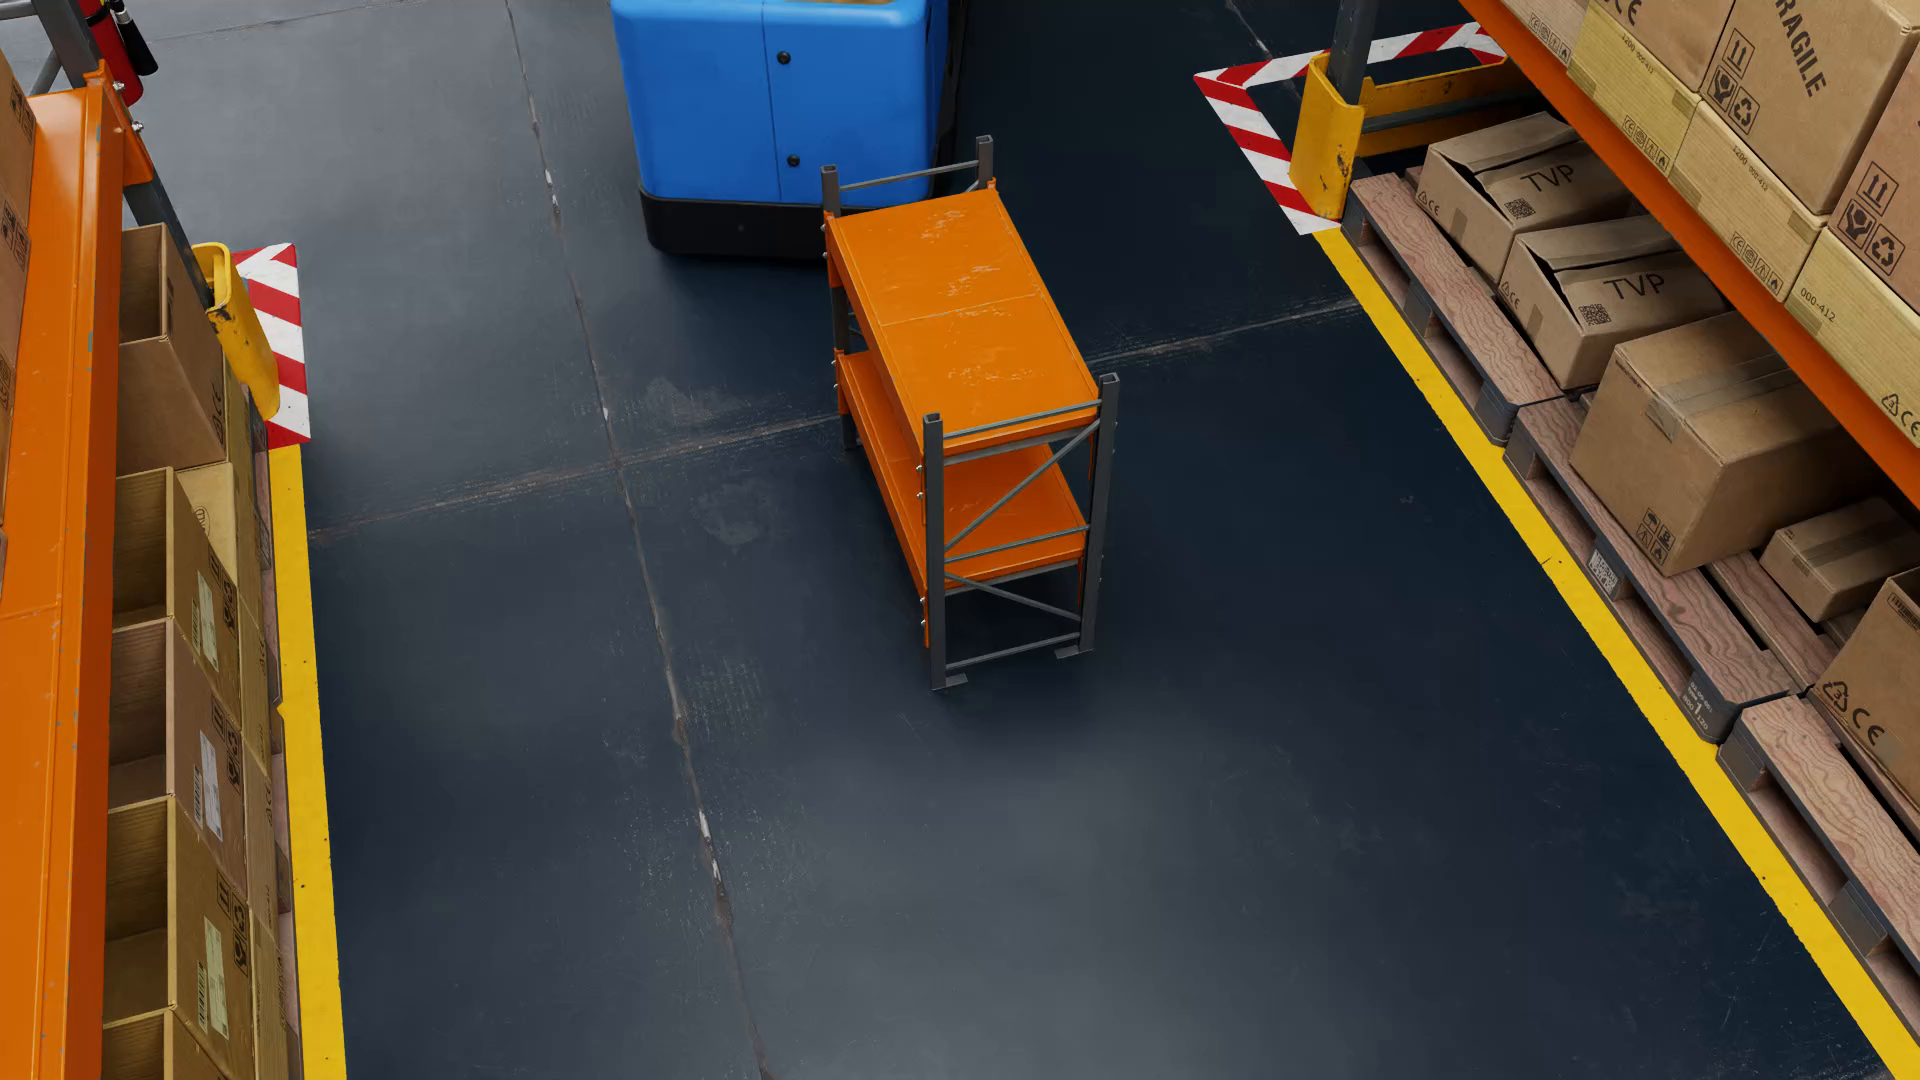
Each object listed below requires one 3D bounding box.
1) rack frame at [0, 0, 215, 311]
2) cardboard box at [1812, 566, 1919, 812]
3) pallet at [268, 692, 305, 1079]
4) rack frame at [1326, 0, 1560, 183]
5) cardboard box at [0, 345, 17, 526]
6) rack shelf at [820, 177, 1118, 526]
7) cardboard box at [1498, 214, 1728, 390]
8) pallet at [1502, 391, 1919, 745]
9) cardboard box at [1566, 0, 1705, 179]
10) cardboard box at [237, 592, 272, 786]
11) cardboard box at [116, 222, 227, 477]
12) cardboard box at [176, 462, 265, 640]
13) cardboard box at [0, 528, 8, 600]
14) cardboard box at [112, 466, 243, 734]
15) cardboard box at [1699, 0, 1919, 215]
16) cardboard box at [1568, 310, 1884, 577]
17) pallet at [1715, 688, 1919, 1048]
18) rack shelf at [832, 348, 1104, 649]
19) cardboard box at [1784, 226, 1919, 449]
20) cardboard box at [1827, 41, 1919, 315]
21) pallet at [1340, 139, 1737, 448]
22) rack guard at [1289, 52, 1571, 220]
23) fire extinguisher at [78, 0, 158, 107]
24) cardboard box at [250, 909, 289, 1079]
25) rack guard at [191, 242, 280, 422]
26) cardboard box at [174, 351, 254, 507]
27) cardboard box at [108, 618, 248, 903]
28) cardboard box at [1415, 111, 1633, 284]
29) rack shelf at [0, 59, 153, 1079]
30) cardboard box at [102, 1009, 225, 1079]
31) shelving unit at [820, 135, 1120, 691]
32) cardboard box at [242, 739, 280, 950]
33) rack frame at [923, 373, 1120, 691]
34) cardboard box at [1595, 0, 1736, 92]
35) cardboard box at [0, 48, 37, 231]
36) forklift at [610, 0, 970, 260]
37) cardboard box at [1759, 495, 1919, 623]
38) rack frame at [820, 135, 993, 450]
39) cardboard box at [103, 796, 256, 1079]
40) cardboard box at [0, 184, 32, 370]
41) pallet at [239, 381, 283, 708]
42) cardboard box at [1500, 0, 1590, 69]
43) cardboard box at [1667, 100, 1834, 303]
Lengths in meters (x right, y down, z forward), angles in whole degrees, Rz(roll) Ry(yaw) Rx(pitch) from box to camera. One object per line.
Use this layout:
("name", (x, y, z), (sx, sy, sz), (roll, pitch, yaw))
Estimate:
("rack frame", (-2.888, -1.351, 4.427), (1.000, 3.000, 0.127), (-13, 51, -11))
("cardboard box", (2.681, 0.363, 4.330), (0.500, 0.500, 0.500), (-17, 52, -14))
("pallet", (-2.264, 0.986, 4.280), (1.003, 0.211, 1.213), (-13, 51, -11))
("rack frame", (1.843, -2.474, 5.374), (1.000, 3.000, 0.127), (-13, 51, -11))
("cardboard box", (-2.461, -0.293, 3.470), (0.700, 0.500, 0.500), (-13, 51, -11))
("rack shelf", (0.002, -0.546, 4.592), (0.538, 0.278, 1.000), (-13, 51, -11))
("cardboard box", (2.131, -0.807, 5.439), (0.500, 0.311, 0.500), (-10, 51, -8))
("pallet", (2.429, -0.029, 5.136), (1.003, 0.211, 1.213), (-13, 51, -11))
("cardboard box", (1.997, -1.254, 4.431), (0.500, 0.250, 0.500), (-14, 51, -12))
("cardboard box", (-2.138, 0.452, 4.431), (0.500, 0.250, 0.500), (-13, 51, -11))
("cardboard box", (-2.445, -0.517, 4.758), (0.500, 0.500, 0.500), (-13, 51, -11))
("cardboard box", (-2.287, 0.087, 4.738), (0.500, 0.250, 0.500), (-13, 51, -11))
("cardboard box", (-2.301, 0.091, 3.146), (0.700, 0.500, 0.500), (-12, 51, -10))
("cardboard box", (-2.135, 0.210, 4.145), (0.500, 0.500, 0.500), (-13, 51, -11))
("cardboard box", (2.145, -1.141, 3.844), (0.500, 0.500, 0.500), (-12, 51, -10))
("cardboard box", (2.300, -0.321, 4.906), (0.700, 0.500, 0.500), (-16, 52, -13))
("pallet", (2.794, 0.864, 4.384), (1.003, 0.211, 1.213), (-13, 51, -11))
("rack shelf", (0.002, -0.200, 5.003), (0.538, 0.278, 1.000), (-13, 51, -11))
("cardboard box", (2.294, -0.517, 3.809), (0.500, 0.250, 0.500), (-14, 51, -11))
("cardboard box", (2.299, -0.761, 3.524), (0.500, 0.500, 0.500), (-15, 51, -12))
("pallet", (2.072, -0.918, 5.886), (1.003, 0.211, 1.213), (-13, 51, -11))
("rack guard", (1.866, -1.613, 6.283), (1.175, 0.500, 0.348), (-13, 51, -11))
("fire extinguisher", (-2.479, -1.517, 4.618), (0.296, 0.674, 0.183), (-13, 51, -11))
("cardboard box", (-1.838, 1.181, 3.816), (0.500, 0.250, 0.500), (-13, 51, -11))
("rack guard", (-2.895, -0.563, 5.398), (1.175, 0.500, 0.348), (-13, 51, -11))
("cardboard box", (-2.447, -0.275, 5.044), (0.500, 0.250, 0.500), (-13, 51, -11))
("cardboard box", (-1.988, 0.575, 3.837), (0.500, 0.500, 0.500), (-13, 51, -11))
("cardboard box", (1.962, -1.223, 5.790), (0.500, 0.311, 0.500), (-19, 52, -15))
("rack shelf", (-2.296, 0.342, 3.471), (1.077, 0.370, 4.000), (-13, 51, -11))
("cardboard box", (-1.698, 1.307, 3.220), (0.500, 0.500, 0.500), (-13, 51, -11))
("shelving unit", (0.002, -0.358, 4.816), (0.538, 1.125, 1.048), (-13, 51, -11))
("cardboard box", (-1.992, 0.818, 4.123), (0.500, 0.250, 0.500), (-13, 51, -11))
("rack frame", (0.152, 0.014, 4.503), (0.500, 1.125, 0.032), (-13, 51, -11))
("cardboard box", (1.981, -1.515, 4.160), (0.500, 0.500, 0.500), (-15, 51, -12))
("cardboard box", (-2.762, -1.039, 4.099), (0.700, 0.500, 0.500), (-13, 51, -11))
("forklift", (-0.525, -3.073, 5.923), (1.130, 2.935, 3.031), (3, 50, 3))
("cardboard box", (2.572, 0.052, 4.821), (0.380, 0.149, 0.250), (-17, 52, -14))
("rack frame", (-0.148, -0.729, 5.129), (0.500, 1.125, 0.032), (-13, 51, -11))
("cardboard box", (-1.839, 0.940, 3.529), (0.500, 0.500, 0.500), (-13, 51, -11))
("cardboard box", (-2.602, -0.657, 3.777), (0.700, 0.500, 0.500), (-12, 51, -10))
("pallet", (-2.621, 0.097, 5.030), (1.003, 0.211, 1.213), (-13, 51, -11))
("cardboard box", (1.852, -1.628, 4.745), (0.500, 0.250, 0.500), (-15, 51, -12))
("cardboard box", (2.144, -0.885, 4.119), (0.500, 0.250, 0.500), (-13, 51, -11))
